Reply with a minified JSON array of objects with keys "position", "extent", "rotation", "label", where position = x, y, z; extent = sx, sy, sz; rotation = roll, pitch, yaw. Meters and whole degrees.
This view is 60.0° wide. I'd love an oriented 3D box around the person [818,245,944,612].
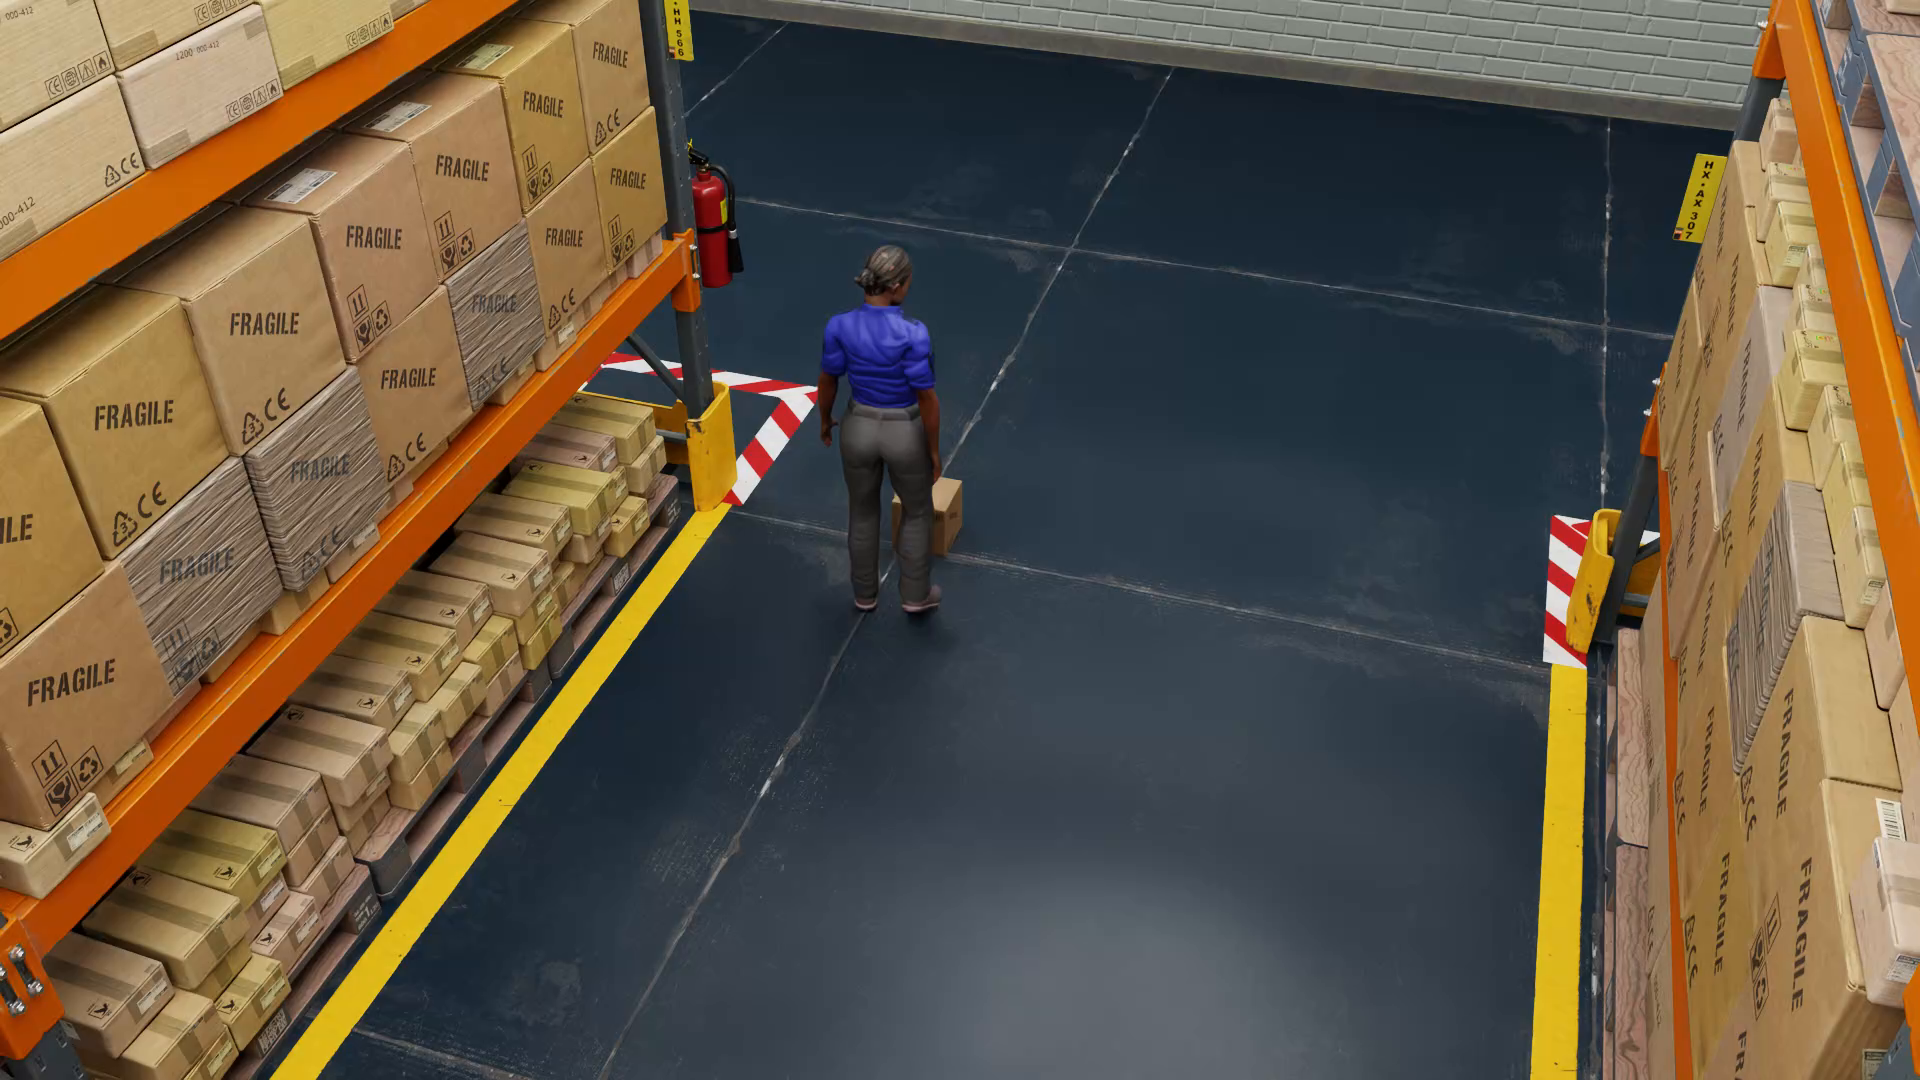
[{"position":[-0.321,-0.388,6.687],"extent":[0.534,1.702,0.336],"rotation":[7,38,9],"label":"person"}]
